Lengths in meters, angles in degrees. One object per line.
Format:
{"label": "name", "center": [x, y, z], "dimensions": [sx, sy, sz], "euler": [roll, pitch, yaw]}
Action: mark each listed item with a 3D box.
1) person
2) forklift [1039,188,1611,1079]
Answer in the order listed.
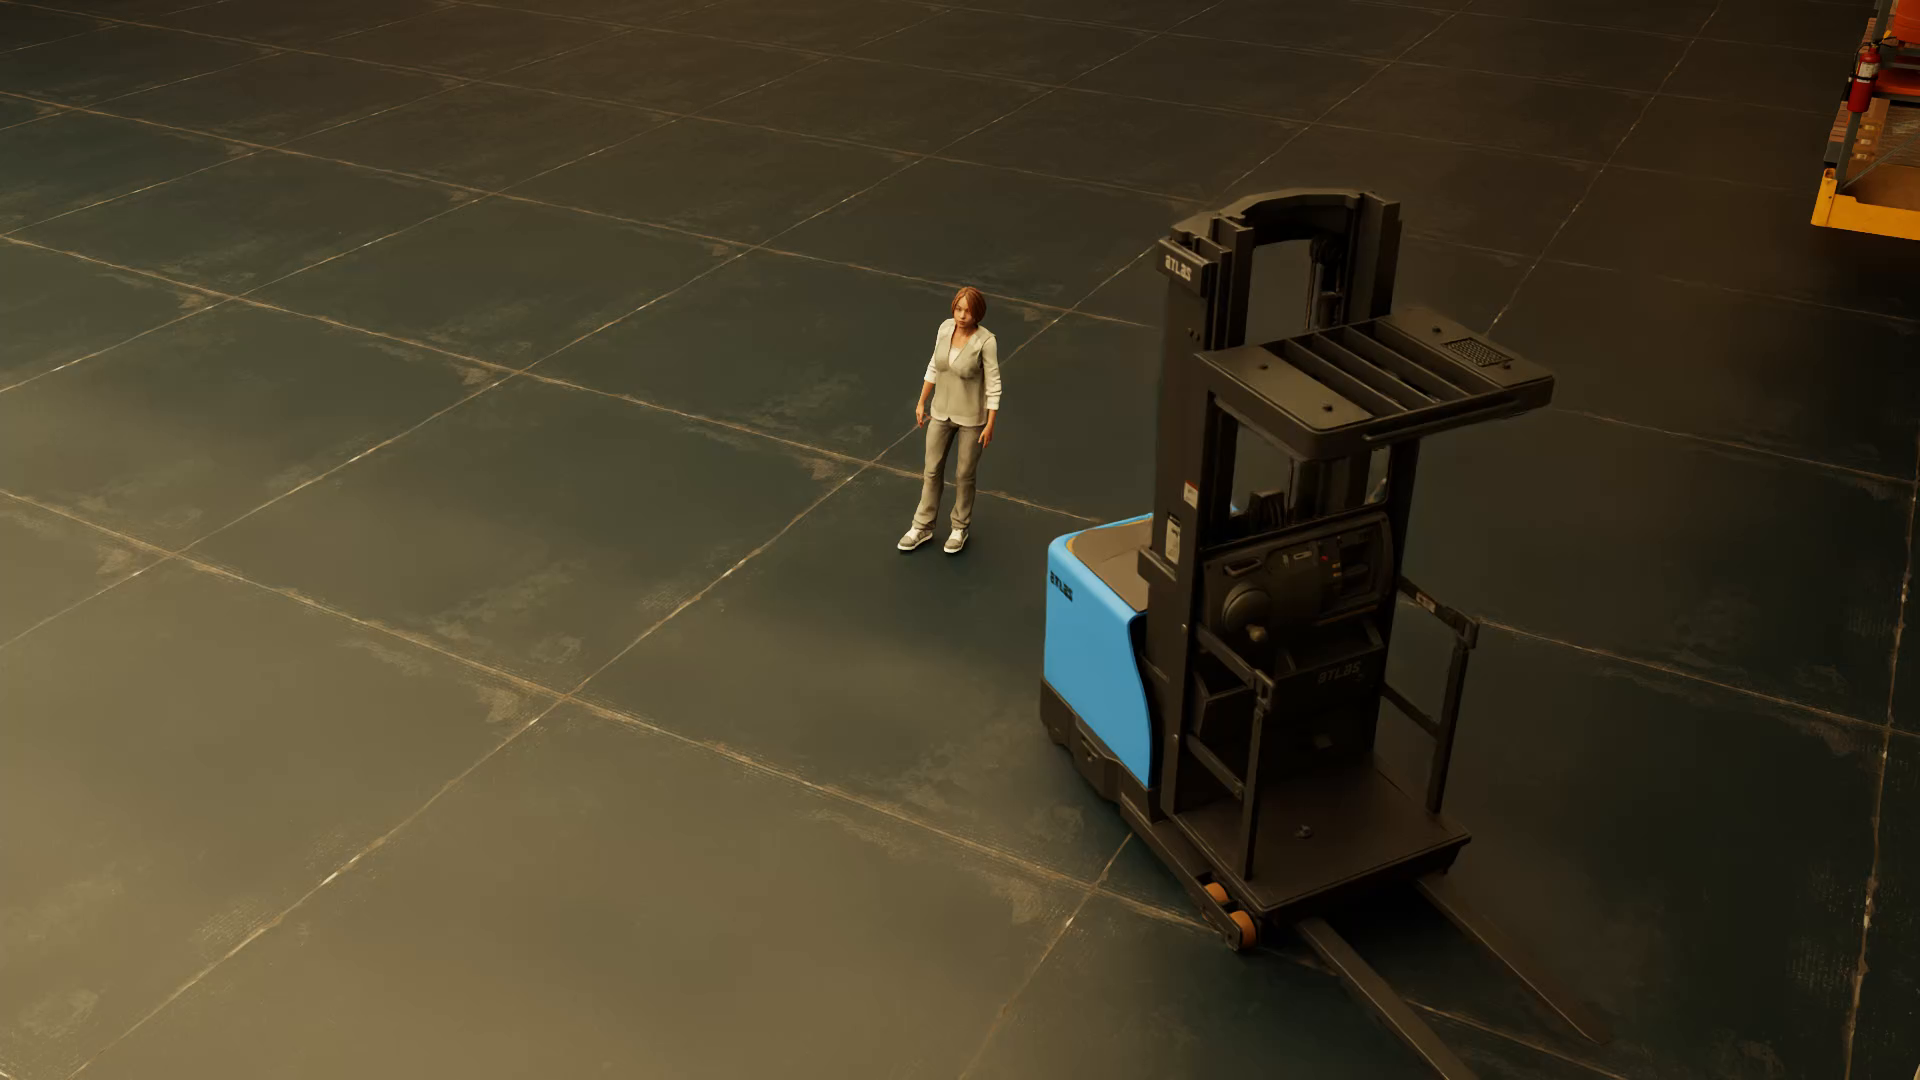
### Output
{"label": "person", "center": [-0.048, -0.669, 9.550], "dimensions": [0.520, 1.597, 0.475], "euler": [15, 33, 25]}
{"label": "forklift", "center": [1.499, 0.207, 6.712], "dimensions": [1.130, 2.935, 3.031], "euler": [-14, 33, -22]}
